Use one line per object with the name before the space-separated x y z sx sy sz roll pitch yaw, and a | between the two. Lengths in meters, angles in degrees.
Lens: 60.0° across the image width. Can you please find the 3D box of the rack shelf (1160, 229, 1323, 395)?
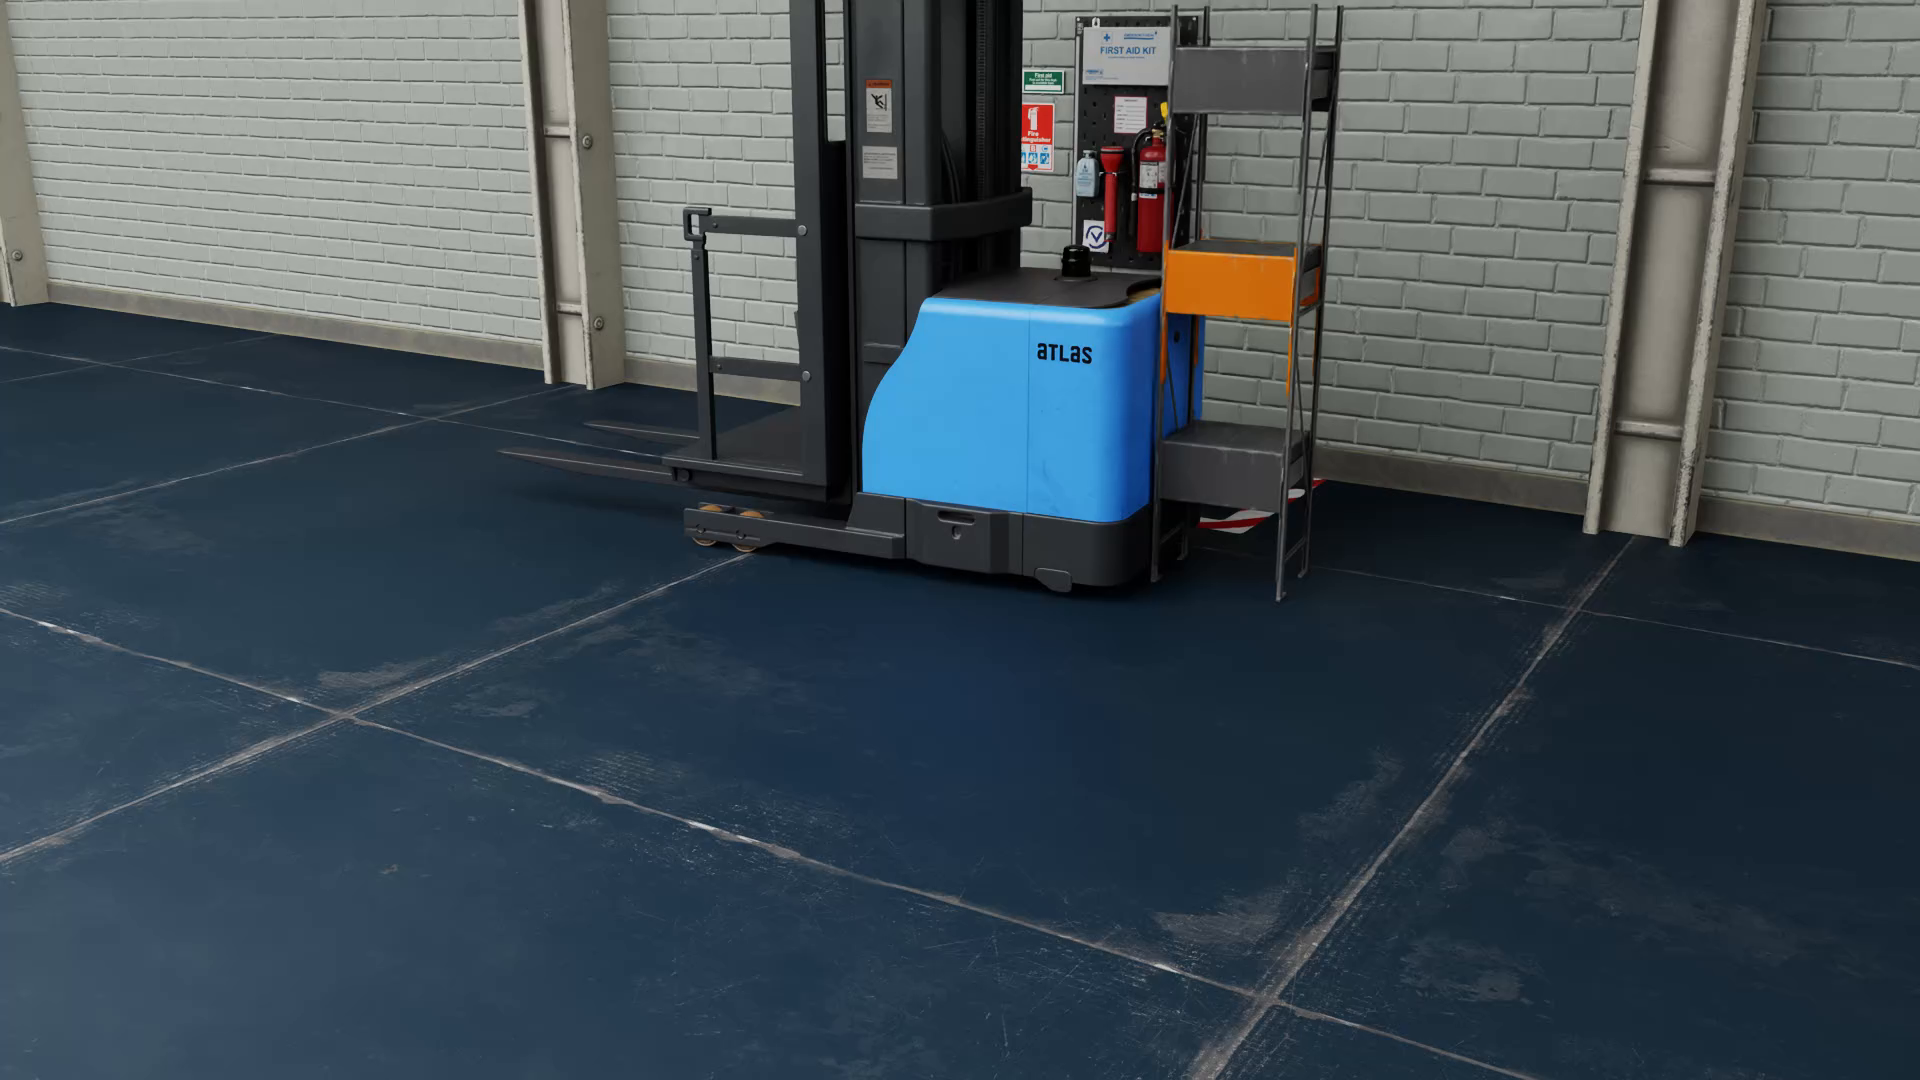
rack shelf | 1.040 -0.847 6.105 0.480 0.518 0.431 8 19 25

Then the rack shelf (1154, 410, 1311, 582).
rack shelf | 1.040 -0.178 6.309 0.480 0.518 0.431 8 19 25

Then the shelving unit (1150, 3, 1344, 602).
shelving unit | 1.040 -0.861 6.101 0.503 2.100 0.431 8 19 25

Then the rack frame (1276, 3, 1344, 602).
rack frame | 1.260 -0.830 6.000 0.015 2.100 0.400 8 19 25

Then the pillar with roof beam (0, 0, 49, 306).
pillar with roof beam | -9.615 -5.105 8.203 0.400 9.000 9.100 10 20 30

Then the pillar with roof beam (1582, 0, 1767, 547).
pillar with roof beam | 0.611 -3.279 2.194 0.400 9.000 9.100 10 20 30

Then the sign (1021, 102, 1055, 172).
sign | 0.361 -1.987 8.200 0.234 0.329 0.001 10 20 30

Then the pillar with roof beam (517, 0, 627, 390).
pillar with roof beam | -4.502 -4.192 5.198 0.400 9.000 9.100 10 20 30

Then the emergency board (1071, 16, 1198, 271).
emergency board | 0.778 -1.860 7.845 0.643 1.169 0.194 10 20 30

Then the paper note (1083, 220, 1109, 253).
paper note | 0.663 -1.483 8.117 0.142 0.148 0.016 10 20 30

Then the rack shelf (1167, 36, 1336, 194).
rack shelf | 1.040 -1.517 5.902 0.480 0.518 0.431 8 19 25

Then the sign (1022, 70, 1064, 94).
sign | 0.360 -2.238 8.114 0.331 0.109 0.001 10 20 30

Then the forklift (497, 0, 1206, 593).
forklift | -0.562 -1.481 6.715 3.031 2.935 1.130 8 19 25

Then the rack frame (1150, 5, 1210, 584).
rack frame | 0.820 -0.891 6.203 0.015 2.100 0.400 8 19 25
